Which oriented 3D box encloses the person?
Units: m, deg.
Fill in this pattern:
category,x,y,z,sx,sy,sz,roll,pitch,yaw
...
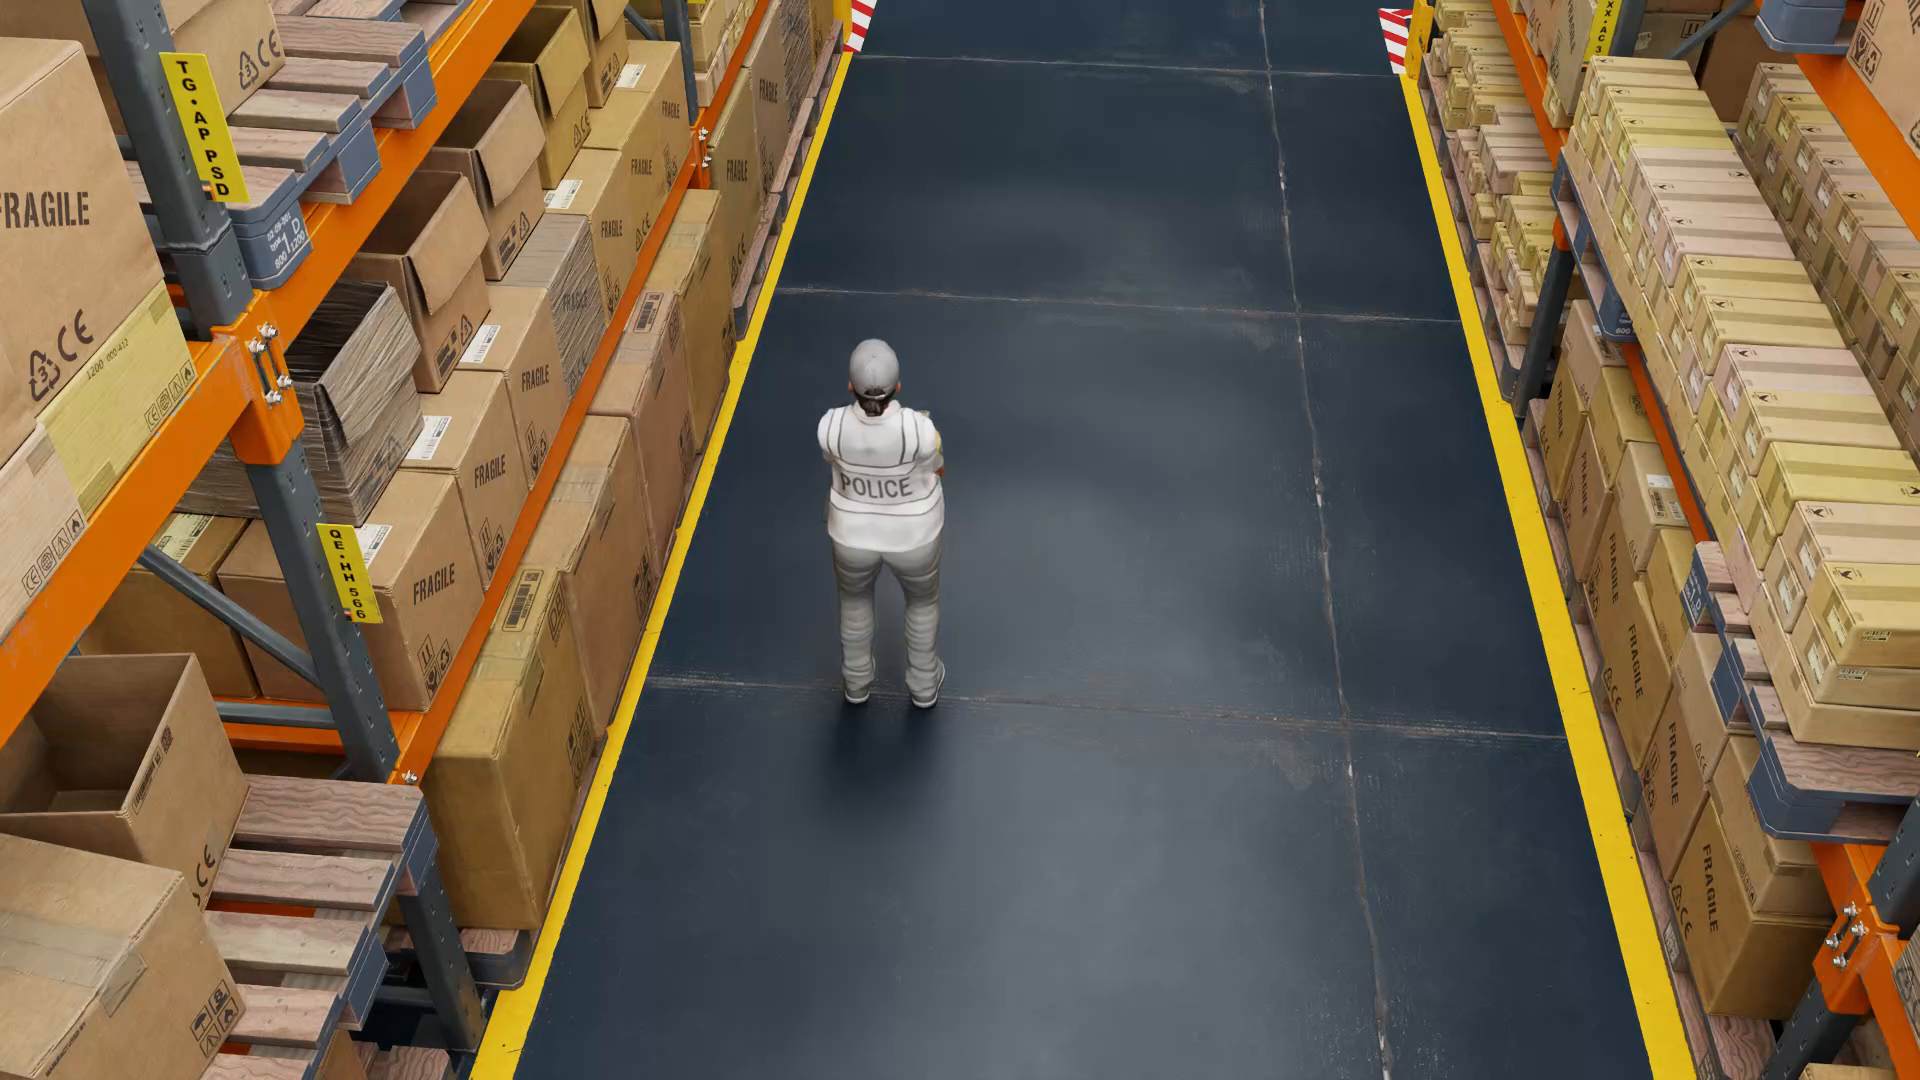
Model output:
category,x,y,z,sx,sy,sz,roll,pitch,yaw
person,-0.277,-0.085,6.262,0.452,1.662,0.544,3,40,4
